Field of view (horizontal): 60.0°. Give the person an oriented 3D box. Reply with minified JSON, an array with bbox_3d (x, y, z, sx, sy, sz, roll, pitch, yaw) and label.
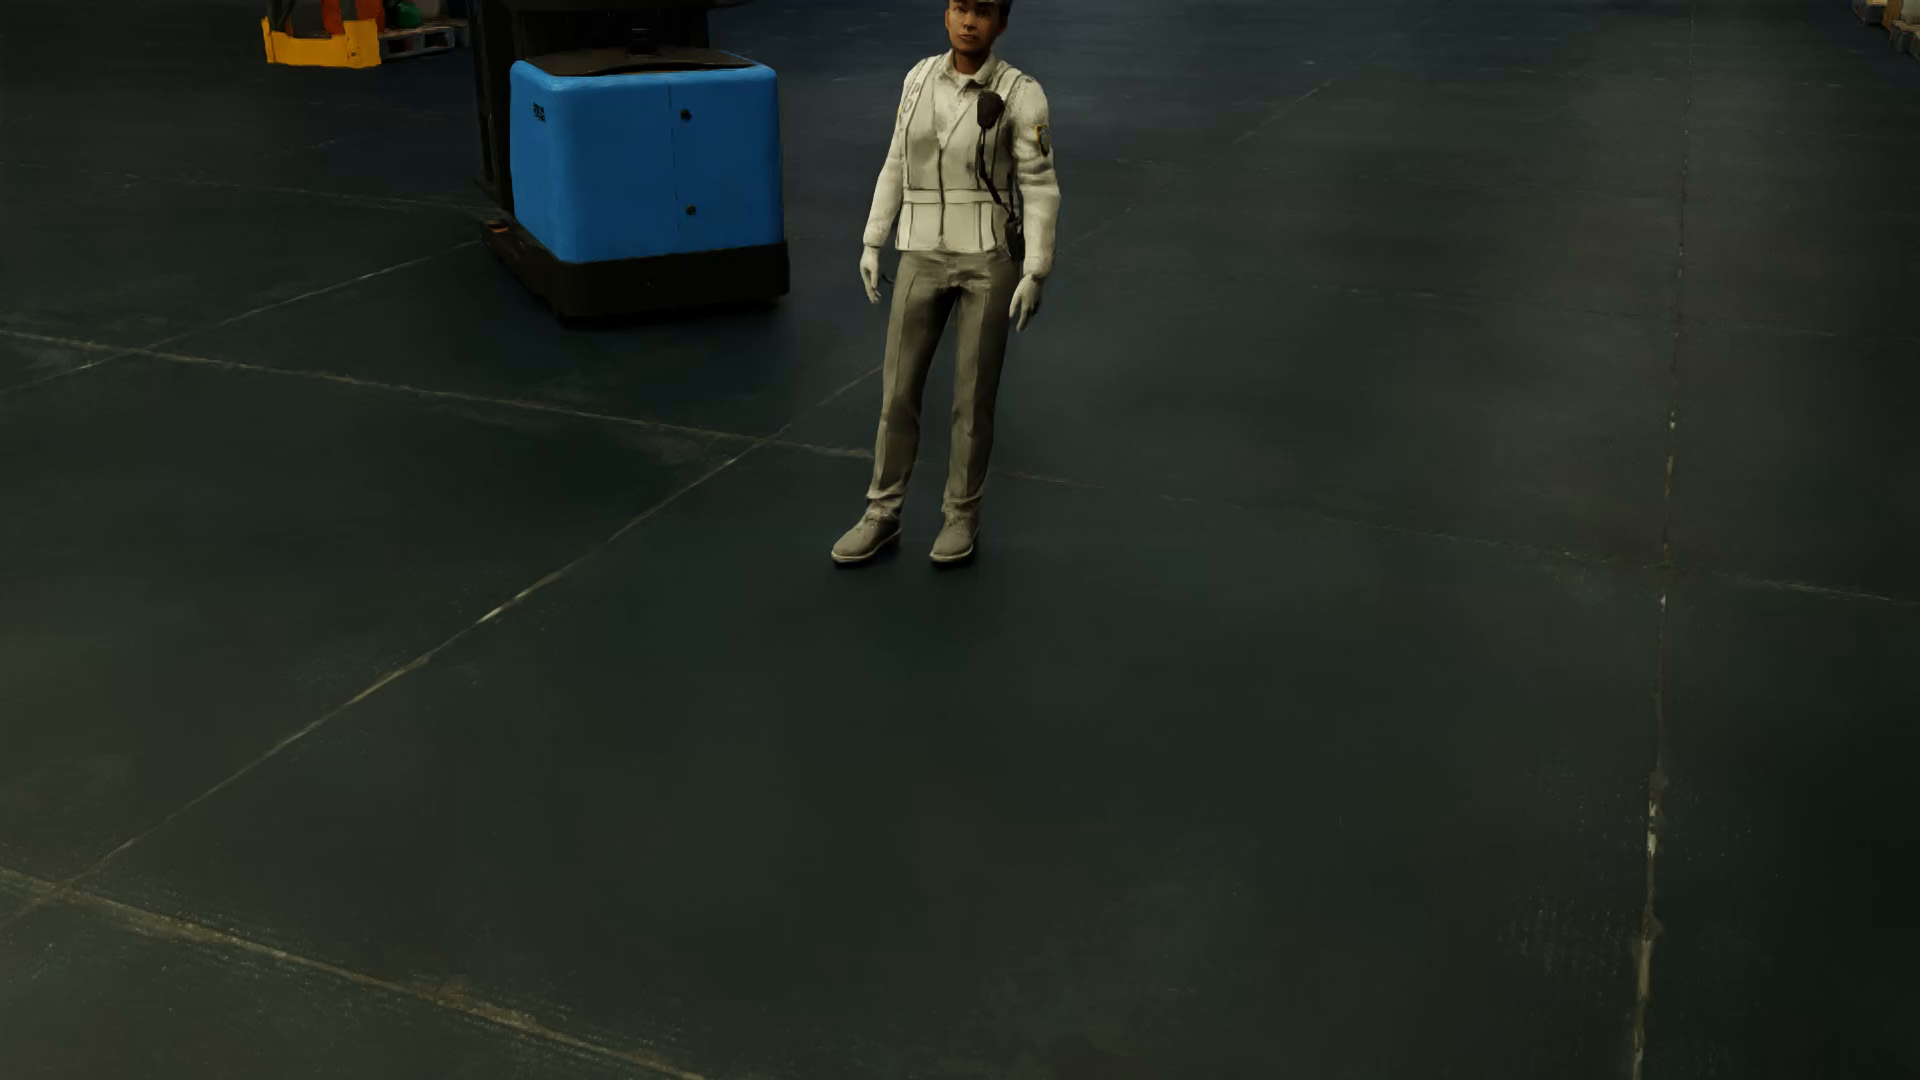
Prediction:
[{"bbox_3d":[-0.032,-0.766,4.708,0.586,1.695,0.532,9,24,21],"label":"person"}]

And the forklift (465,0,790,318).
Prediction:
[{"bbox_3d":[-1.863,-2.854,8.119,1.130,2.935,3.031,-10,25,-23],"label":"forklift"}]
